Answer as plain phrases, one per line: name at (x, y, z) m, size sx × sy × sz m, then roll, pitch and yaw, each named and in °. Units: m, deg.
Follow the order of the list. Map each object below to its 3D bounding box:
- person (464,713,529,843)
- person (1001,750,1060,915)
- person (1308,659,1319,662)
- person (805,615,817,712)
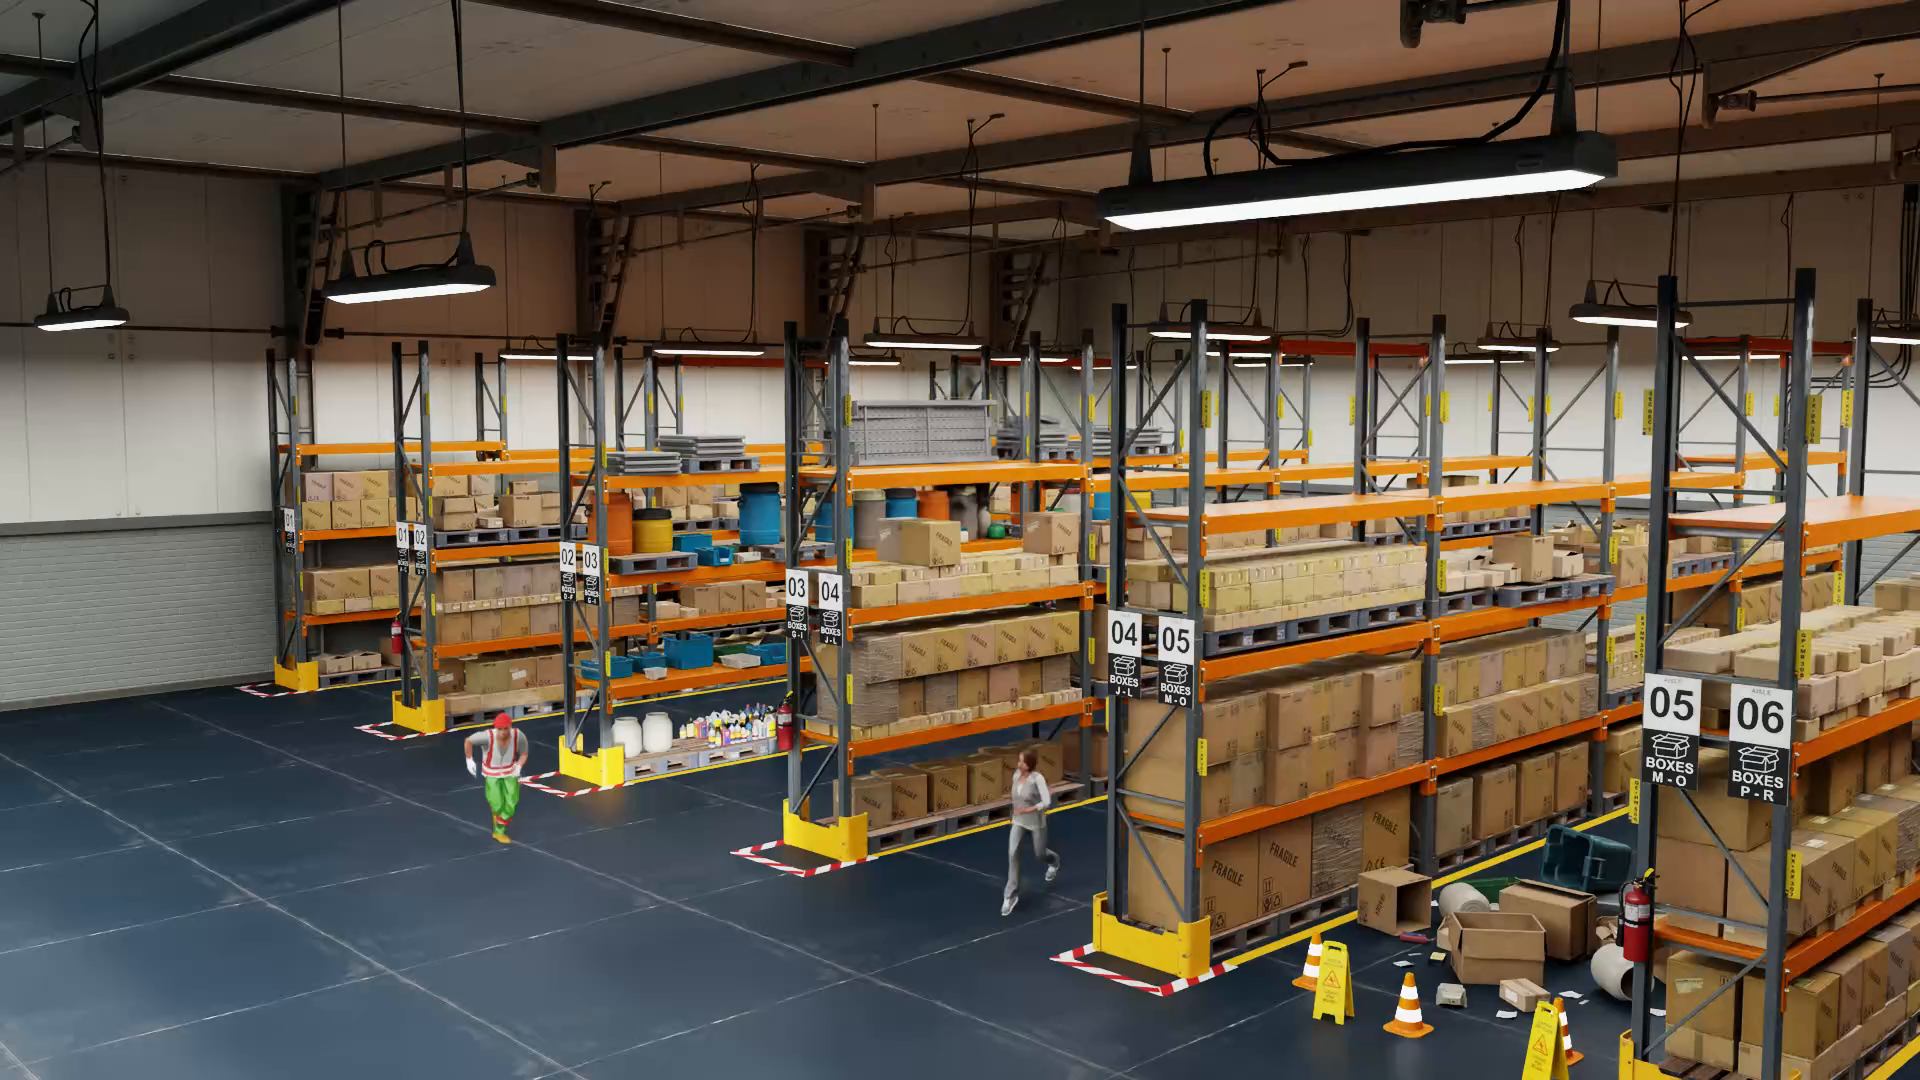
person at (-5.298, 2.732, 19.047) m, size 0.693 × 1.591 × 0.828 m, roll -2°, pitch 5°, yaw -23°
person at (0.745, 2.919, 16.938) m, size 0.495 × 1.616 × 1.016 m, roll 3°, pitch 6°, yaw 29°
person at (4.804, 2.411, 22.467) m, size 0.629 × 1.675 × 0.677 m, roll 4°, pitch 6°, yaw 38°
person at (-2.405, 2.000, 27.052) m, size 0.899 × 1.724 × 0.749 m, roll -3°, pitch 6°, yaw -31°
